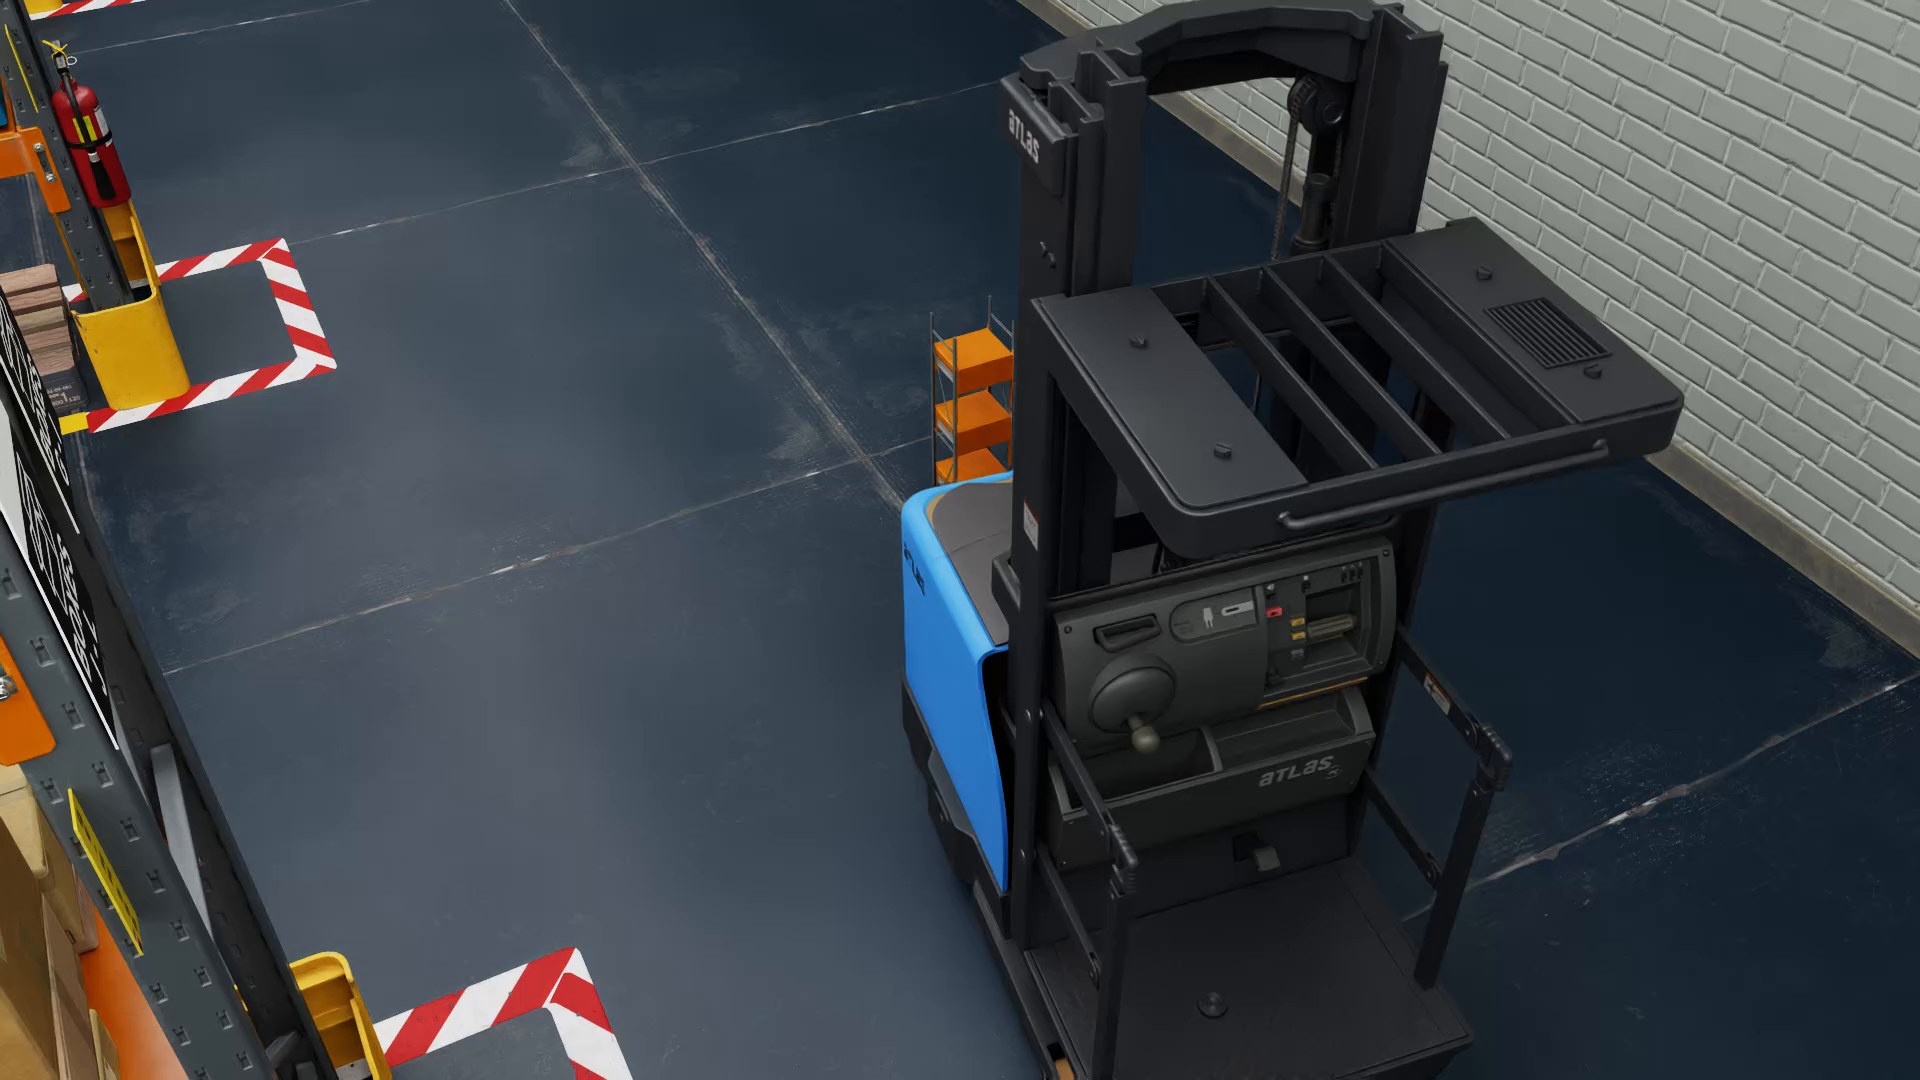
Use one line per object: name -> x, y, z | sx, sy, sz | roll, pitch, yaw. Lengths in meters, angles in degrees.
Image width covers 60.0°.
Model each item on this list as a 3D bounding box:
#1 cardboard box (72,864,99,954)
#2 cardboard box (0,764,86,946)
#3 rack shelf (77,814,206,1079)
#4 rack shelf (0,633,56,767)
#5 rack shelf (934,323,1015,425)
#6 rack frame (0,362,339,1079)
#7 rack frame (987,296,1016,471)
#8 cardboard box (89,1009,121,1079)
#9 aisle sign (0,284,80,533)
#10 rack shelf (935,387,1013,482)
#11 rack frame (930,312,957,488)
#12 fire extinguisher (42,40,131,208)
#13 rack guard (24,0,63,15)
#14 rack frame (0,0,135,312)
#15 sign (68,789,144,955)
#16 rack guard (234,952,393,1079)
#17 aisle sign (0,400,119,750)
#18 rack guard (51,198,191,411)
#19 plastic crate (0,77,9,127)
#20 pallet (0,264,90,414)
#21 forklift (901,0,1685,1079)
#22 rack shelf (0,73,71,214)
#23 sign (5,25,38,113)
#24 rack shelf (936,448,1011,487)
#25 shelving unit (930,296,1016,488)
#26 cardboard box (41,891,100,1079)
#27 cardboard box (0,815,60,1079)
cardboard box -> -2.095, 0.773, 3.710 | 0.250, 0.149, 0.380 | -18, 43, -20
cardboard box -> -2.178, 0.692, 3.496 | 0.500, 0.250, 0.500 | -20, 44, -22
rack shelf -> -3.402, 1.631, 3.058 | 4.000, 0.370, 1.077 | -19, 44, -21
rack shelf -> -3.402, 0.486, 2.089 | 4.000, 0.370, 1.077 | -19, 44, -21
rack shelf -> 0.047, -0.625, 6.253 | 0.240, 0.259, 0.215 | -19, 44, -21
rack frame -> -1.626, 0.762, 3.528 | 0.053, 2.616, 0.949 | -19, 44, -21
rack frame -> 0.156, -0.453, 6.473 | 0.008, 1.050, 0.200 | -19, 44, -21
cardboard box -> -1.792, 1.151, 3.263 | 0.250, 0.149, 0.380 | -18, 43, -20
aisle sign -> -1.703, -0.426, 2.919 | 0.004, 0.787, 0.394 | -19, 44, -21
rack shelf -> 0.047, -0.409, 6.436 | 0.240, 0.259, 0.215 | -19, 44, -21
rack frame -> -0.061, -0.380, 6.387 | 0.008, 1.050, 0.200 | -19, 44, -21
fire extinguisher -> -3.572, -1.691, 6.775 | 0.183, 0.674, 0.296 | -19, 44, -21
rack guard -> -6.268, -3.941, 11.019 | 0.348, 0.500, 1.175 | -19, 44, -21
rack frame -> -3.916, -2.078, 6.884 | 0.127, 3.000, 1.000 | -19, 44, -21
sign -> -1.390, 0.543, 2.708 | 0.005, 0.325, 0.100 | -19, 44, -21
rack guard -> -1.607, 1.707, 4.347 | 0.348, 0.500, 1.175 | -19, 44, -21
aisle sign -> -1.425, -0.082, 2.513 | 0.004, 0.787, 0.394 | -19, 44, -21
rack guard -> -3.900, -1.139, 7.708 | 0.348, 0.500, 1.175 | -19, 44, -21
plastic crate -> -4.126, -1.908, 6.608 | 0.499, 0.435, 0.616 | -19, 44, -21
pallet -> -4.665, -0.790, 7.520 | 1.213, 0.211, 1.003 | -19, 44, -21
forklift -> 0.759, 0.350, 4.067 | 1.130, 2.935, 3.031 | -13, 42, -14
rack shelf -> -5.690, -1.207, 6.411 | 4.000, 0.370, 1.077 | -19, 44, -21
sign -> -3.647, -1.830, 6.464 | 0.005, 0.325, 0.100 | -19, 44, -21
rack shelf -> 0.047, -0.196, 6.616 | 0.240, 0.259, 0.215 | -19, 44, -21
shelving unit -> 0.047, -0.417, 6.430 | 0.252, 1.050, 0.215 | -19, 44, -21
cardboard box -> -1.935, 1.000, 3.132 | 0.500, 0.250, 0.500 | -19, 44, -21
cardboard box -> -1.939, 0.713, 2.891 | 0.500, 0.500, 0.500 | -18, 43, -20
